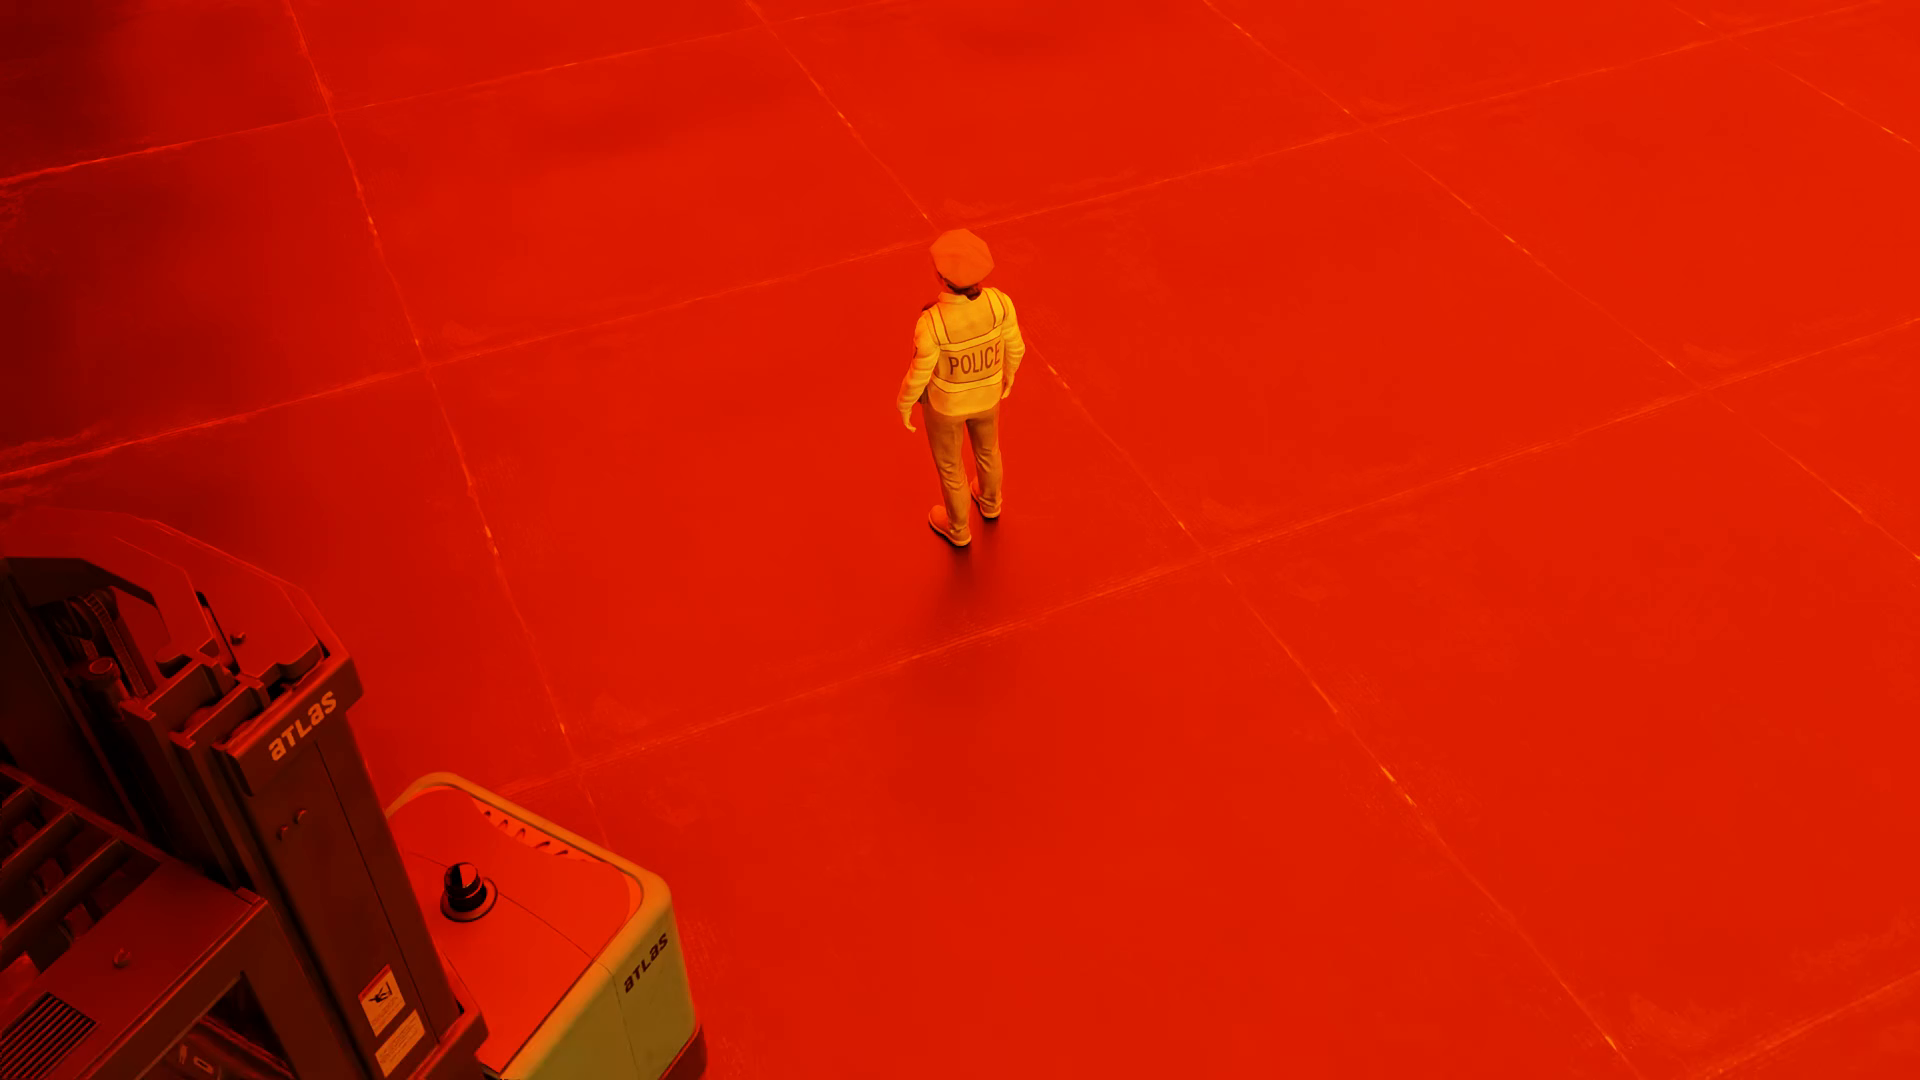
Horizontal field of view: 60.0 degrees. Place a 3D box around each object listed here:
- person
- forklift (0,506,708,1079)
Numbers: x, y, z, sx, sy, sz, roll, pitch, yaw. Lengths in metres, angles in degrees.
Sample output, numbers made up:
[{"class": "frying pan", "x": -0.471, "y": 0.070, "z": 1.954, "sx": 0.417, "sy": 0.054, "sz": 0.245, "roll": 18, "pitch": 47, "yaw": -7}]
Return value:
[{"class": "person", "x": -0.022, "y": -0.669, "z": 7.293, "sx": 0.586, "sy": 1.694, "sz": 0.530, "roll": -18, "pitch": 46, "yaw": -18}, {"class": "forklift", "x": -2.033, "y": 1.490, "z": 4.084, "sx": 1.130, "sy": 2.935, "sz": 3.031, "roll": 21, "pitch": 47, "yaw": 21}]
